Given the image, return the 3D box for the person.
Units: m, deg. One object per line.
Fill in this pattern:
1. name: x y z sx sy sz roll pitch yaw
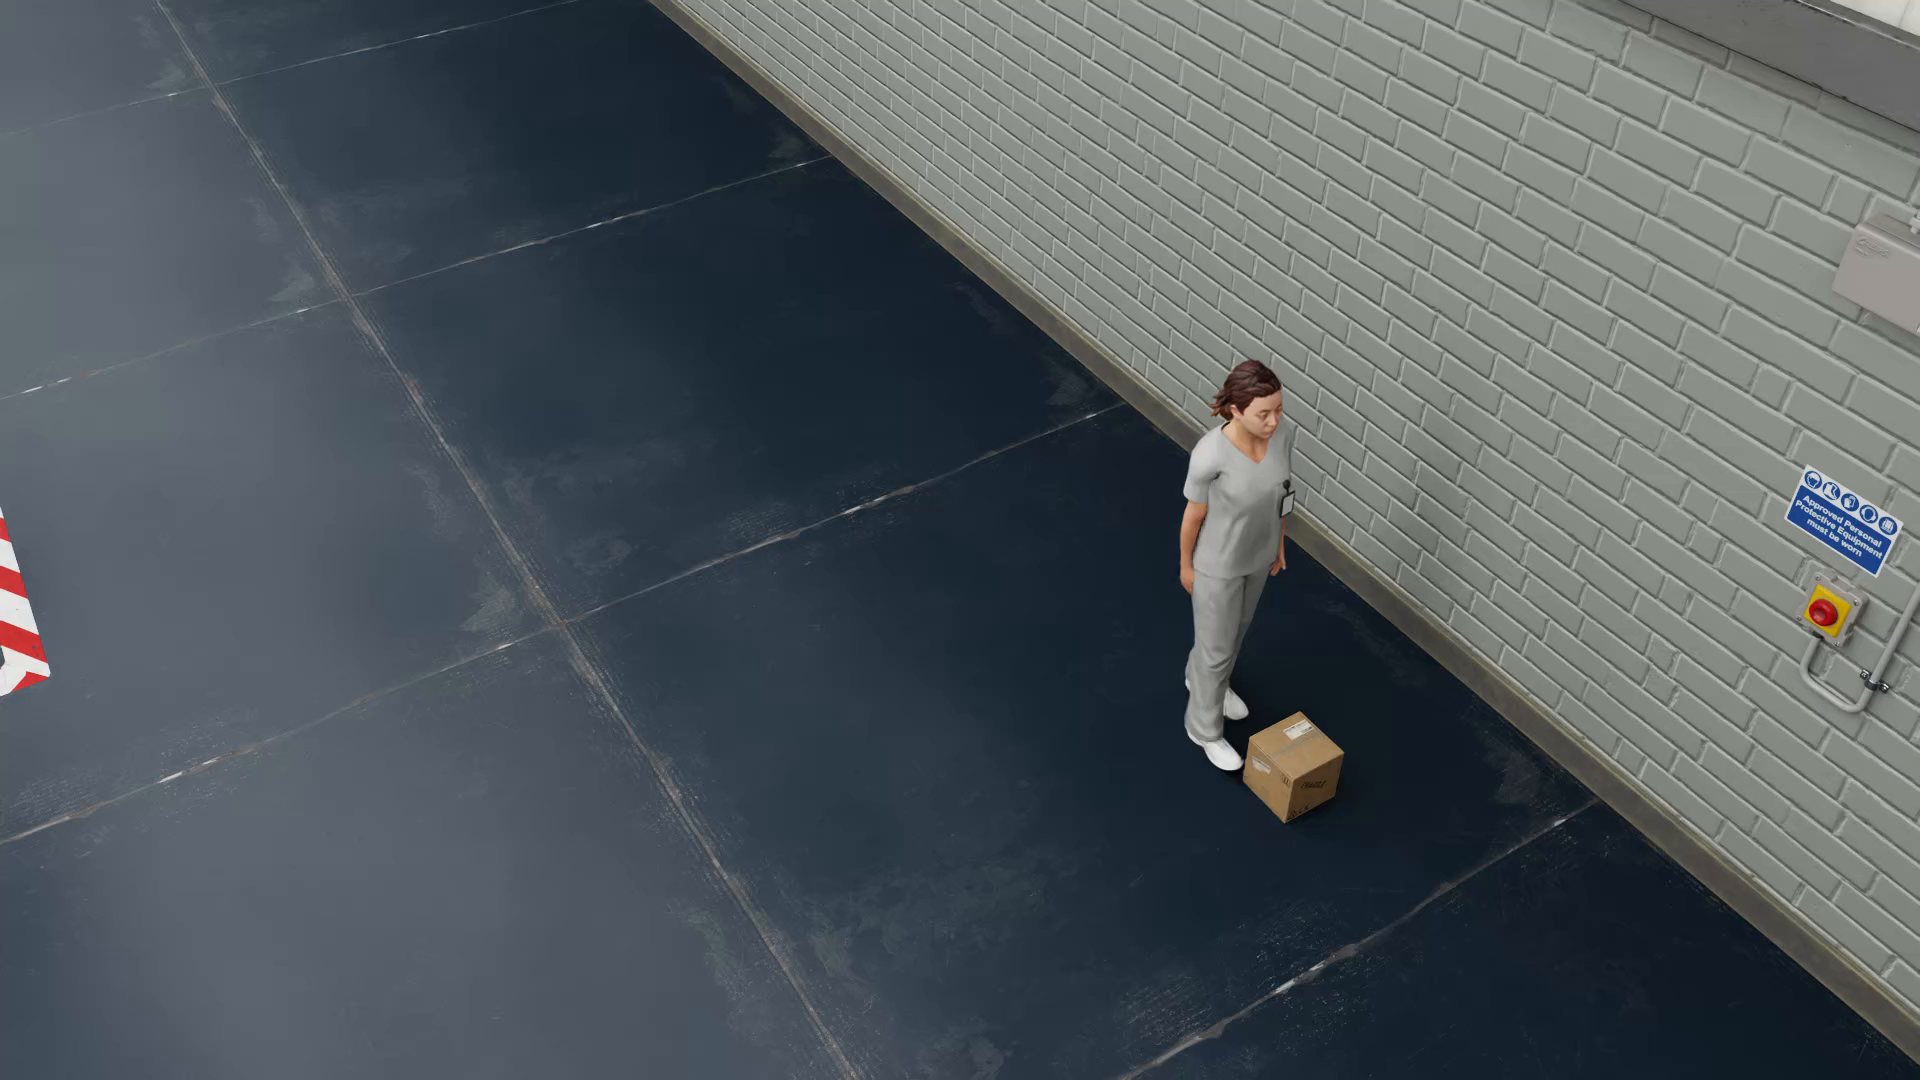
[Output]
1. person: 1.038 0.094 6.052 0.442 1.670 0.520 -22 45 -23
